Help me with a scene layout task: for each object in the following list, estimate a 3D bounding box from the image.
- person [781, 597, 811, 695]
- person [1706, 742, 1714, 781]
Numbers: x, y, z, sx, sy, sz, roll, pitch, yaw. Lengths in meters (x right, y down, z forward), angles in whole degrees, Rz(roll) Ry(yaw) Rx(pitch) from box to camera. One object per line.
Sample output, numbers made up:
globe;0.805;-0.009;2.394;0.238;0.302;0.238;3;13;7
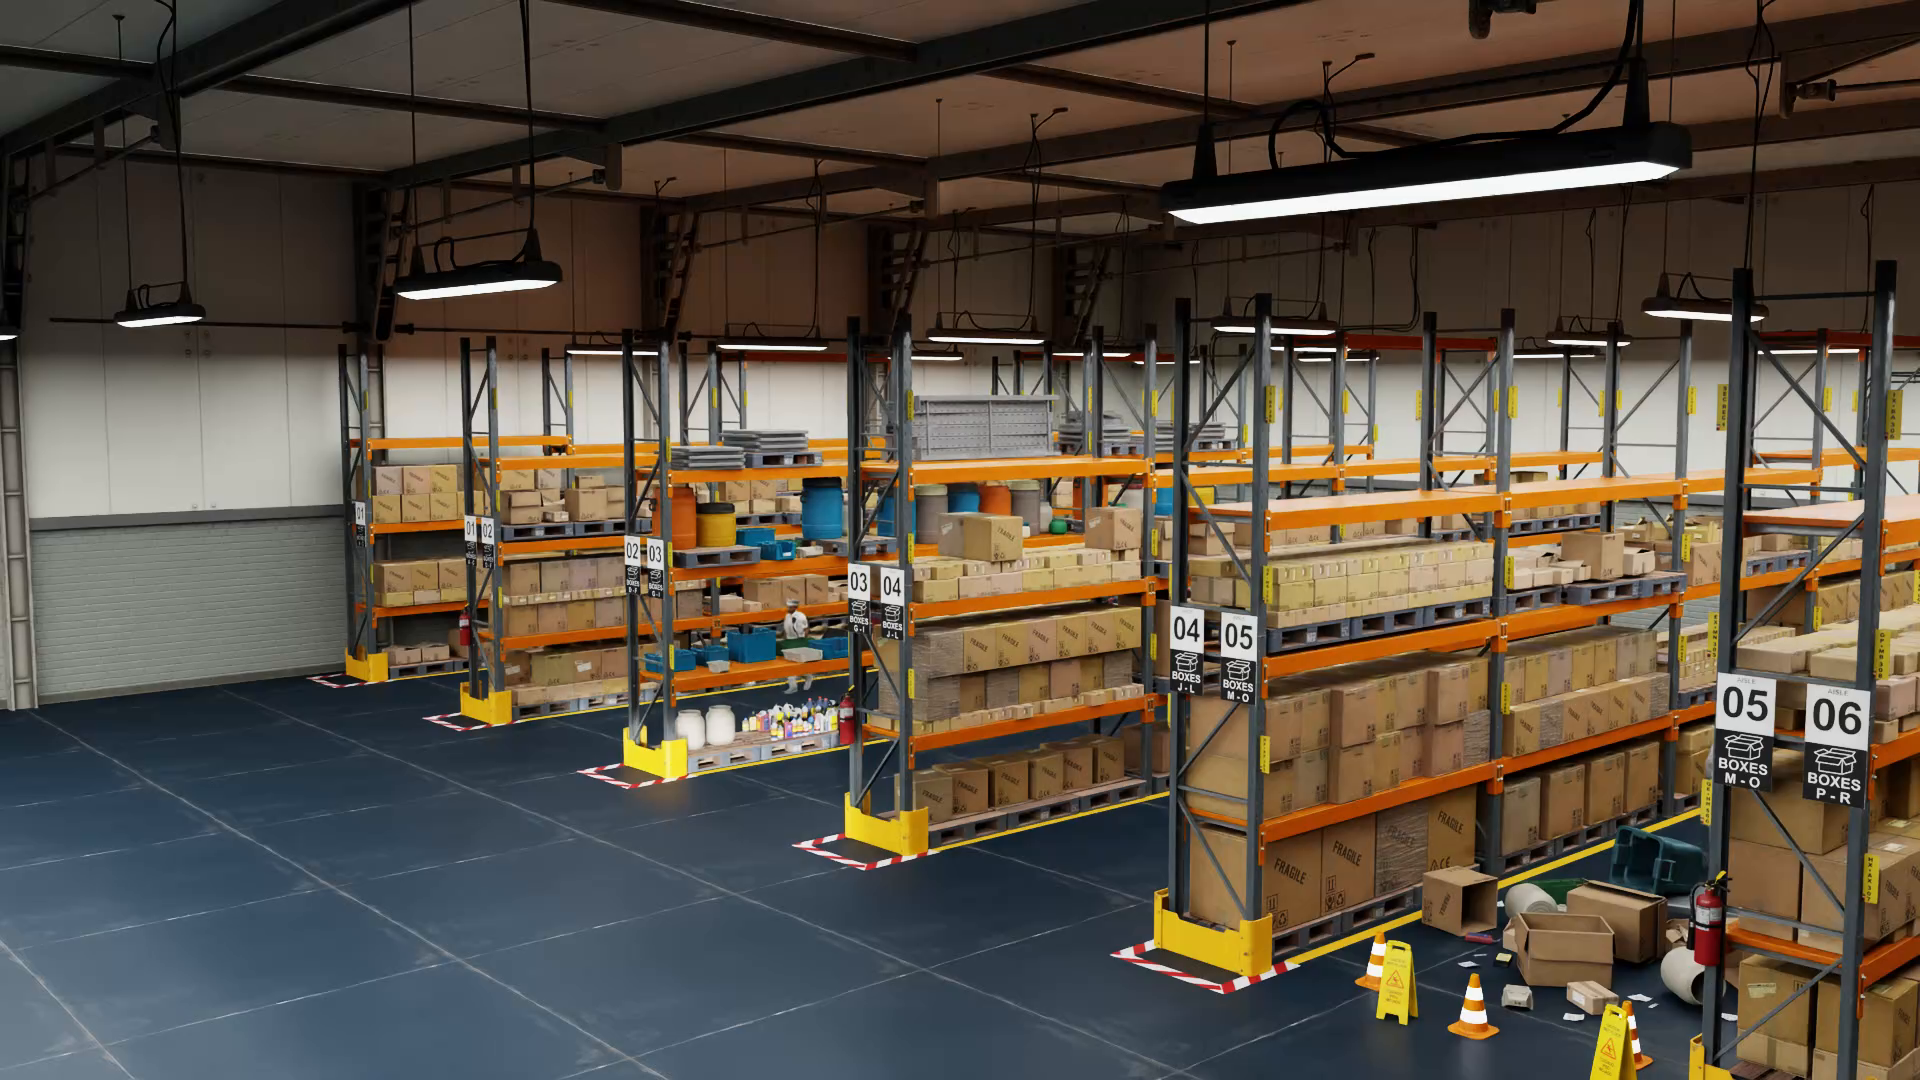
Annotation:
person;-2.800;1.808;28.461;0.553;1.701;0.441;3;6;27
person;8.393;2.682;18.010;0.580;1.760;0.652;2;6;26
